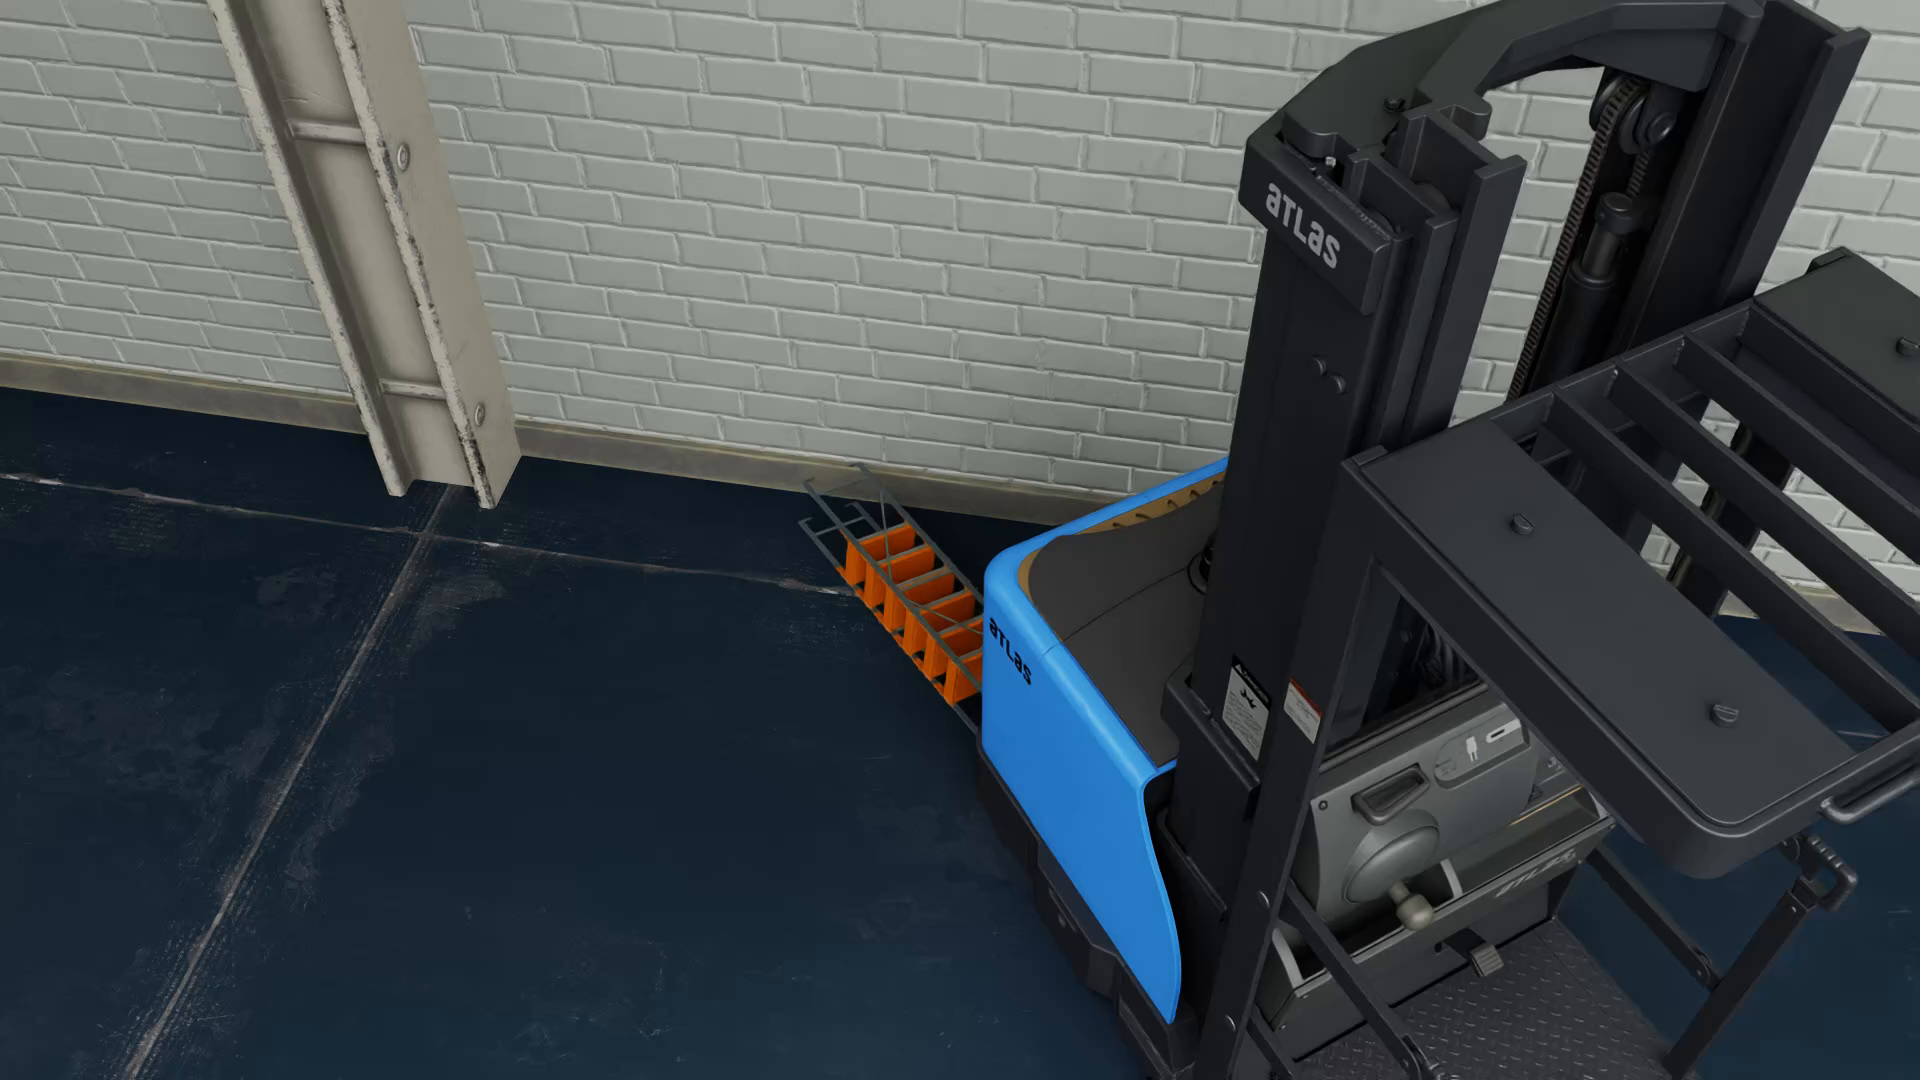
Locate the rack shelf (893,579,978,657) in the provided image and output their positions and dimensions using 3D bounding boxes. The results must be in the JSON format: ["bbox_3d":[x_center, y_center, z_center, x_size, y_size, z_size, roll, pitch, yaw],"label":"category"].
[{"bbox_3d":[-0.078,0.242,5.361,0.258,0.180,0.103,-21,50,-28],"label":"rack shelf"}]

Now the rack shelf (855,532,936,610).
[{"bbox_3d":[-0.211,0.097,5.498,0.258,0.180,0.103,-21,50,-28],"label":"rack shelf"}]

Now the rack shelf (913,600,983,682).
[{"bbox_3d":[-0.011,0.314,5.292,0.258,0.180,0.103,-21,50,-28],"label":"rack shelf"}]

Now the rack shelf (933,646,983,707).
[{"bbox_3d":[0.056,0.387,5.224,0.258,0.180,0.103,-21,50,-28],"label":"rack shelf"}]

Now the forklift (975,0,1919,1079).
[{"bbox_3d":[1.196,0.573,3.265,1.130,2.935,3.031,-22,52,-19],"label":"forklift"}]

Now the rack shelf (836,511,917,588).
[{"bbox_3d":[-0.278,0.024,5.567,0.258,0.180,0.103,-21,50,-28],"label":"rack shelf"}]

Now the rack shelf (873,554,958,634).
[{"bbox_3d":[-0.144,0.169,5.429,0.258,0.180,0.103,-21,50,-28],"label":"rack shelf"}]

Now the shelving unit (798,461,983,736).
[{"bbox_3d":[-0.120,0.196,5.404,0.258,0.189,1.200,-21,50,-28],"label":"shelving unit"}]

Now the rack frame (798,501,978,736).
[{"bbox_3d":[-0.130,0.263,5.465,0.240,0.006,1.200,-21,50,-28],"label":"rack frame"}]

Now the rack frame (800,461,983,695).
[{"bbox_3d":[-0.110,0.129,5.343,0.240,0.006,1.200,-21,50,-28],"label":"rack frame"}]
